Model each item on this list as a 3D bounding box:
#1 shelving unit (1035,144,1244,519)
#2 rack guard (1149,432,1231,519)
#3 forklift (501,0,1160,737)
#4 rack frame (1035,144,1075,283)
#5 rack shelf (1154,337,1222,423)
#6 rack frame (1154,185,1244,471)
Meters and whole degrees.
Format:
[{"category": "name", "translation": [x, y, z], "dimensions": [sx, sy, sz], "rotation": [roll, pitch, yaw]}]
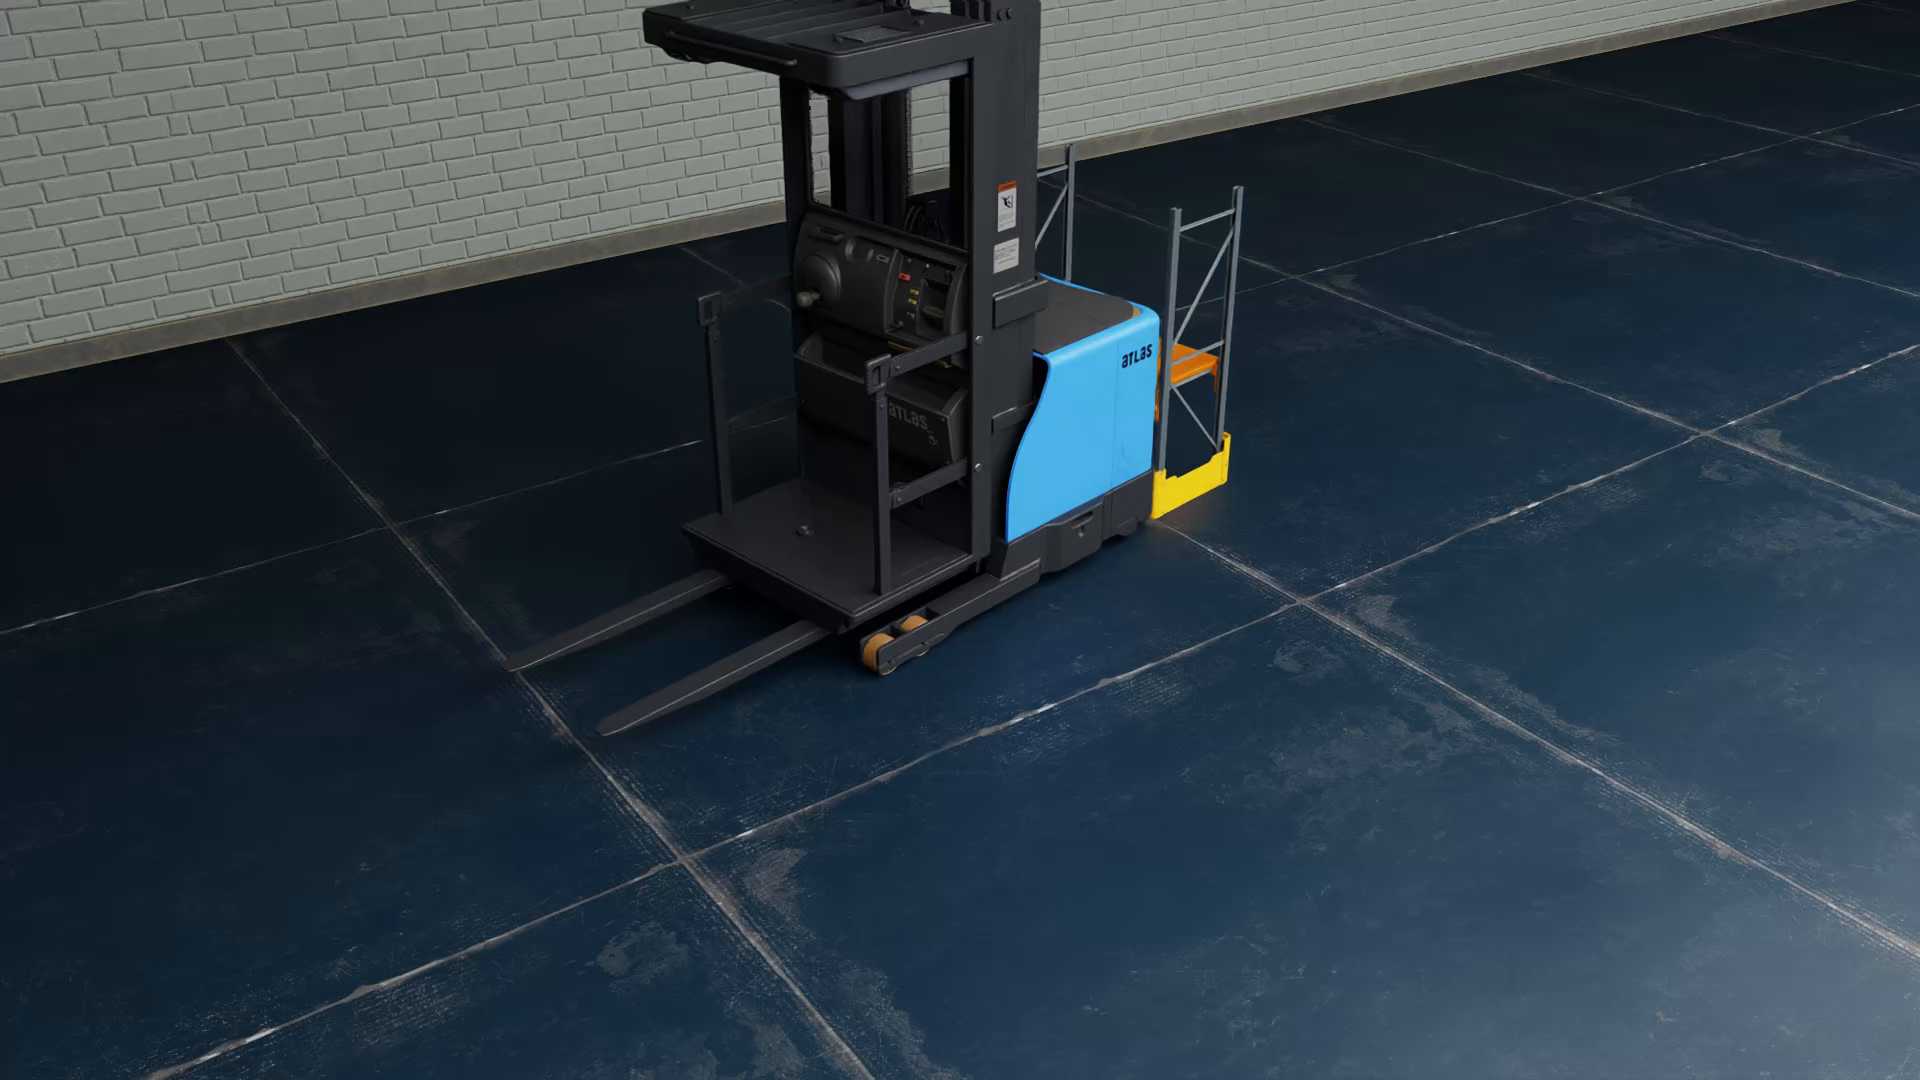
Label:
[{"category": "shelving unit", "translation": [0.750, -1.036, 8.087], "dimensions": [1.083, 1.500, 0.587], "rotation": [25, 37, 38]}, {"category": "rack guard", "translation": [1.104, -0.320, 8.077], "dimensions": [0.087, 0.250, 0.587], "rotation": [25, 37, 38]}, {"category": "forklift", "translation": [-0.478, -1.018, 6.552], "dimensions": [1.130, 2.935, 3.031], "rotation": [25, 37, 37]}, {"category": "rack frame", "translation": [0.383, -1.210, 8.407], "dimensions": [0.032, 1.500, 0.500], "rotation": [25, 37, 38]}, {"category": "rack shelf", "translation": [0.744, -0.881, 8.178], "dimensions": [1.000, 0.185, 0.538], "rotation": [25, 37, 38]}, {"category": "rack frame", "translation": [1.105, -0.869, 7.778], "dimensions": [0.032, 1.500, 0.500], "rotation": [25, 37, 38]}]
